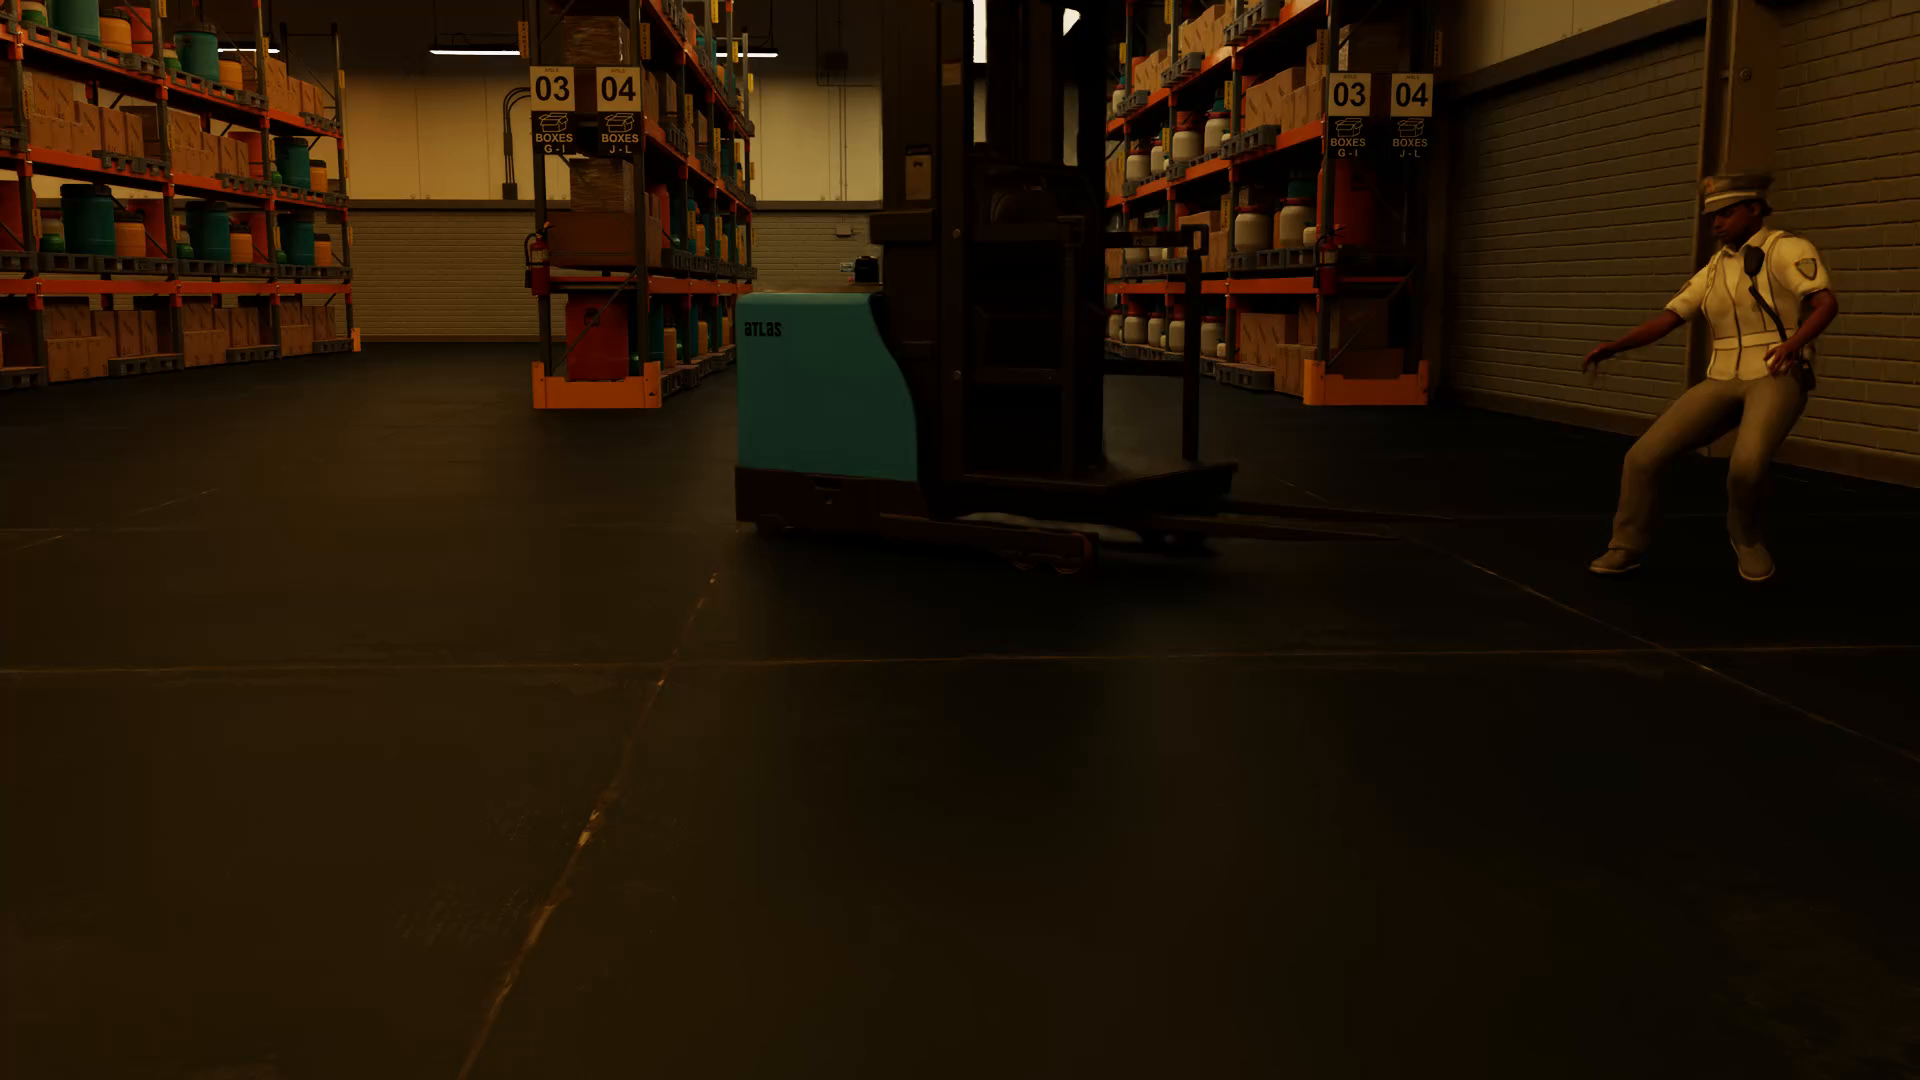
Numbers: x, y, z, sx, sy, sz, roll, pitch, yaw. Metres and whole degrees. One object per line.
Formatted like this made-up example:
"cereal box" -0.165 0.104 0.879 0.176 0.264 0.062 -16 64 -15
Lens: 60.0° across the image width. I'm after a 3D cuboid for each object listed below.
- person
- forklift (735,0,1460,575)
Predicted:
"person" 2.759 -0.584 6.096 0.678 1.505 0.771 -4 10 -28
"forklift" 0.490 -1.403 6.780 3.031 2.935 1.130 6 10 35
